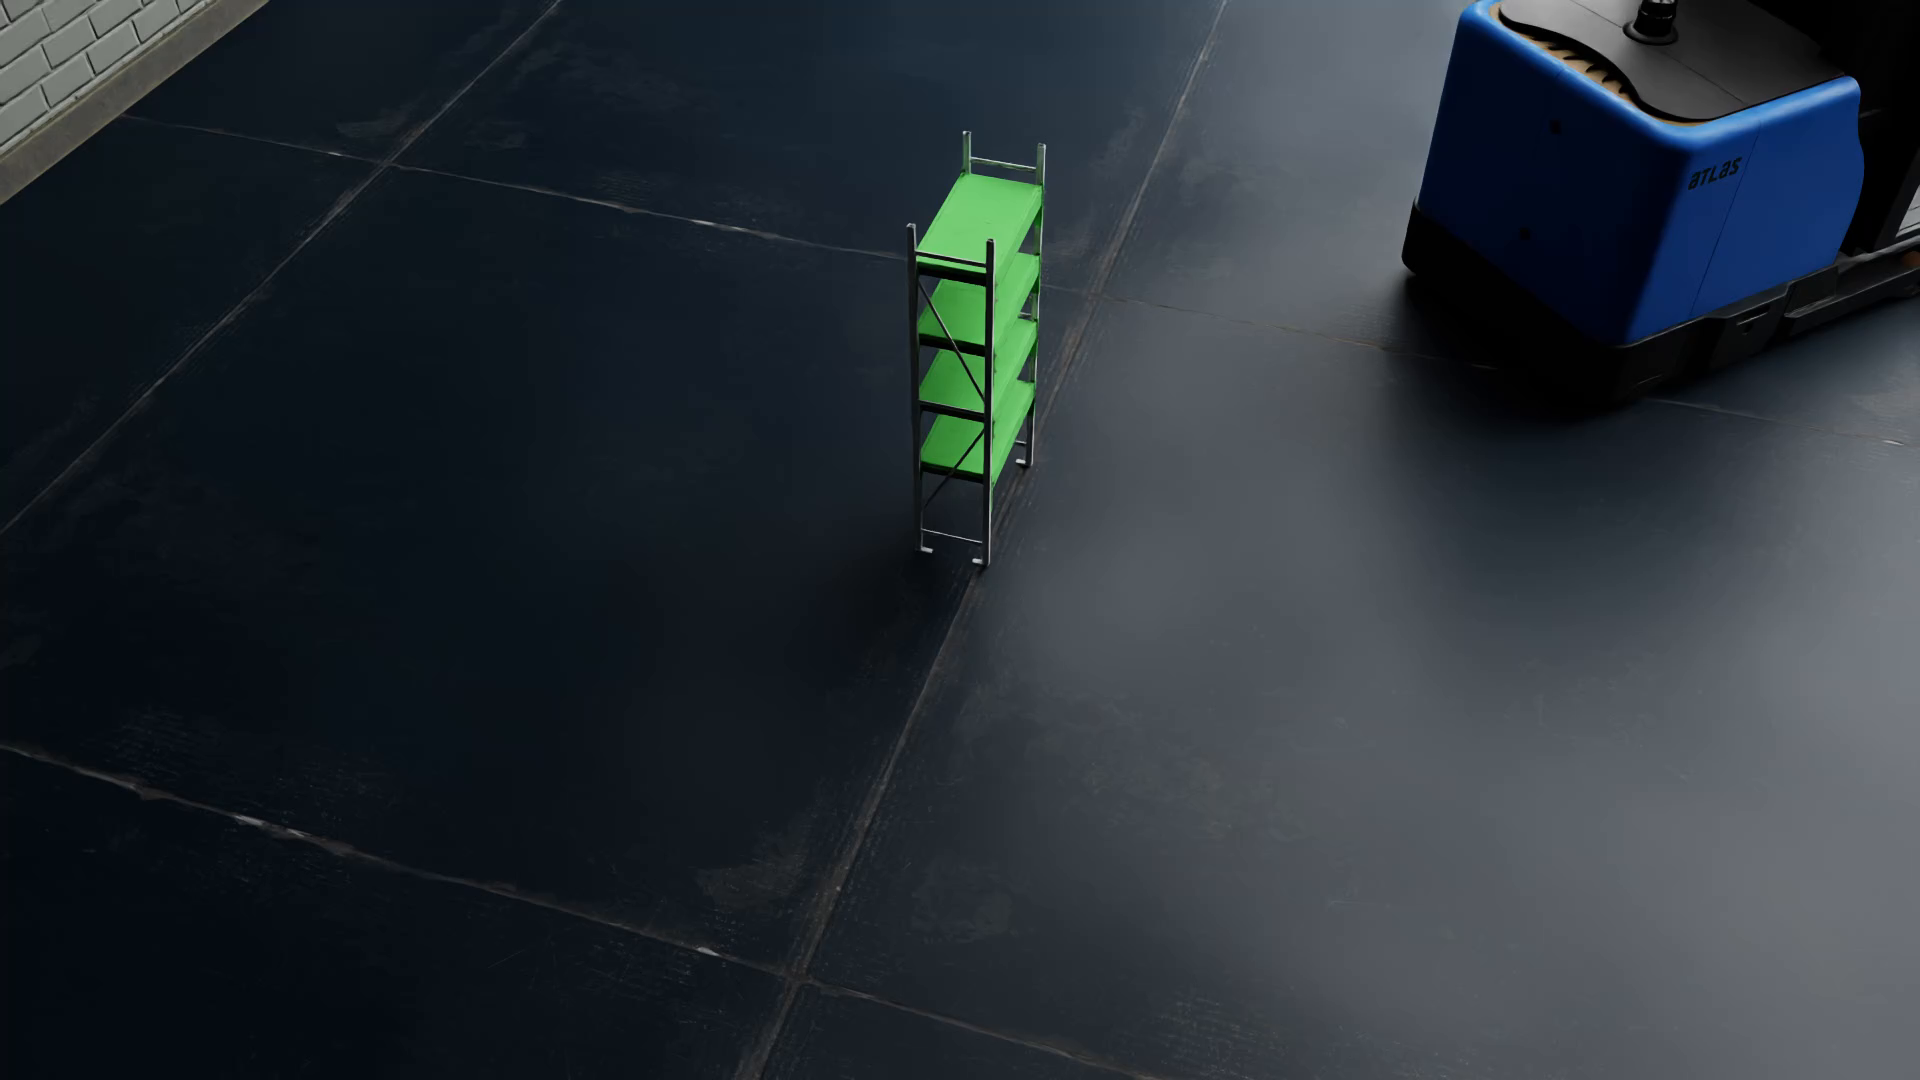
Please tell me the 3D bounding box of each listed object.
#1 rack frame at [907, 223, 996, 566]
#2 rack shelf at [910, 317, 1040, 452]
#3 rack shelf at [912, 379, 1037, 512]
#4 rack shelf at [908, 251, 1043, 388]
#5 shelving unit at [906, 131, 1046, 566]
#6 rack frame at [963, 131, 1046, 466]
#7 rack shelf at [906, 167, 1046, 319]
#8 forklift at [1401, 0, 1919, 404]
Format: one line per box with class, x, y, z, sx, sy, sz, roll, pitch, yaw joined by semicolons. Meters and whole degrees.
rack frame;-0.024;-0.377;4.777;0.240;1.200;0.015;13;46;12
rack shelf;0.050;-0.493;4.988;0.258;0.148;0.480;13;46;12
rack shelf;0.050;-0.322;5.156;0.258;0.148;0.480;13;46;12
rack shelf;0.050;-0.665;4.820;0.258;0.148;0.480;13;46;12
shelving unit;0.050;-0.539;4.943;0.258;1.200;0.503;13;46;12
rack frame;0.124;-0.702;5.109;0.240;1.200;0.015;13;46;12
rack shelf;0.050;-0.837;4.652;0.258;0.148;0.480;13;46;12
forklift;3.196;-2.252;5.456;3.031;2.935;1.130;-21;48;-20
